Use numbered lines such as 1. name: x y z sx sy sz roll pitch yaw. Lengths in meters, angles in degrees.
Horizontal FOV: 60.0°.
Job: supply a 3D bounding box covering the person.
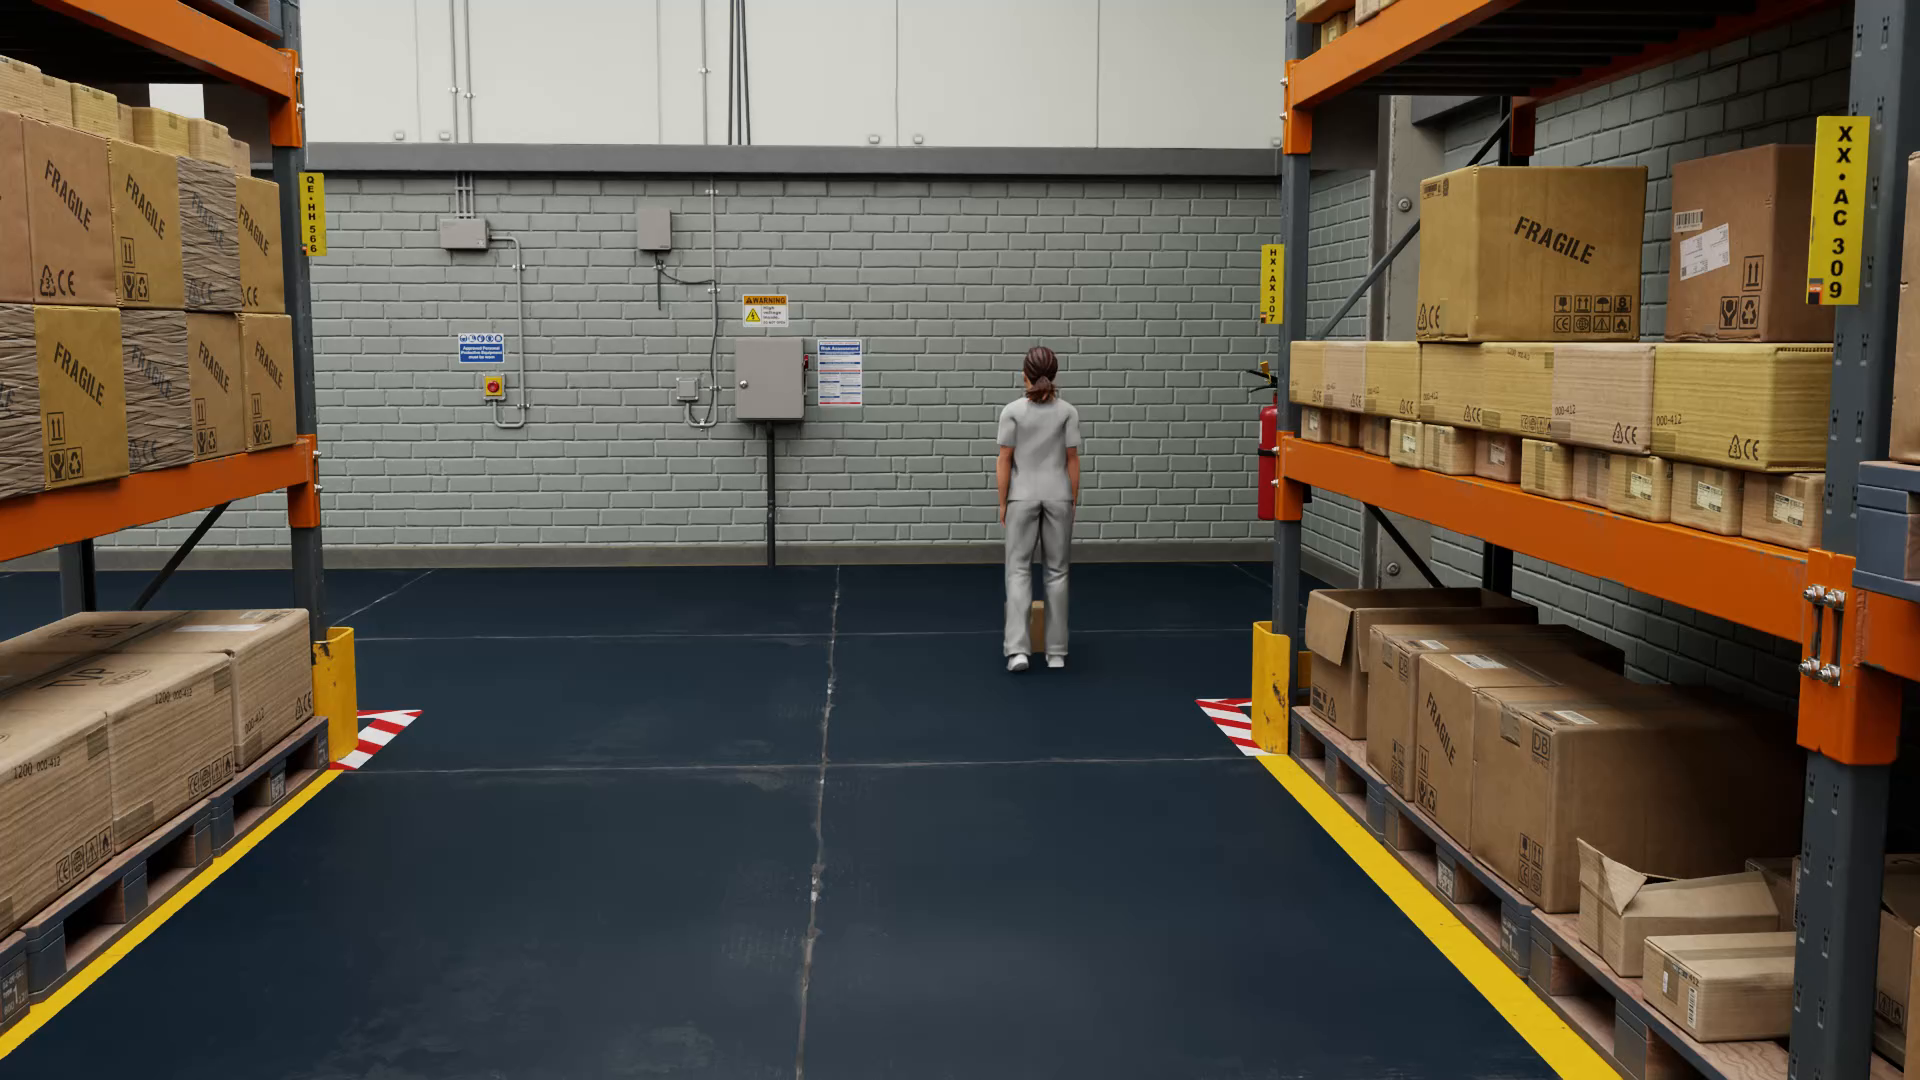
1. person: 0.405 -0.133 8.645 0.440 1.733 0.408 0 7 -3
